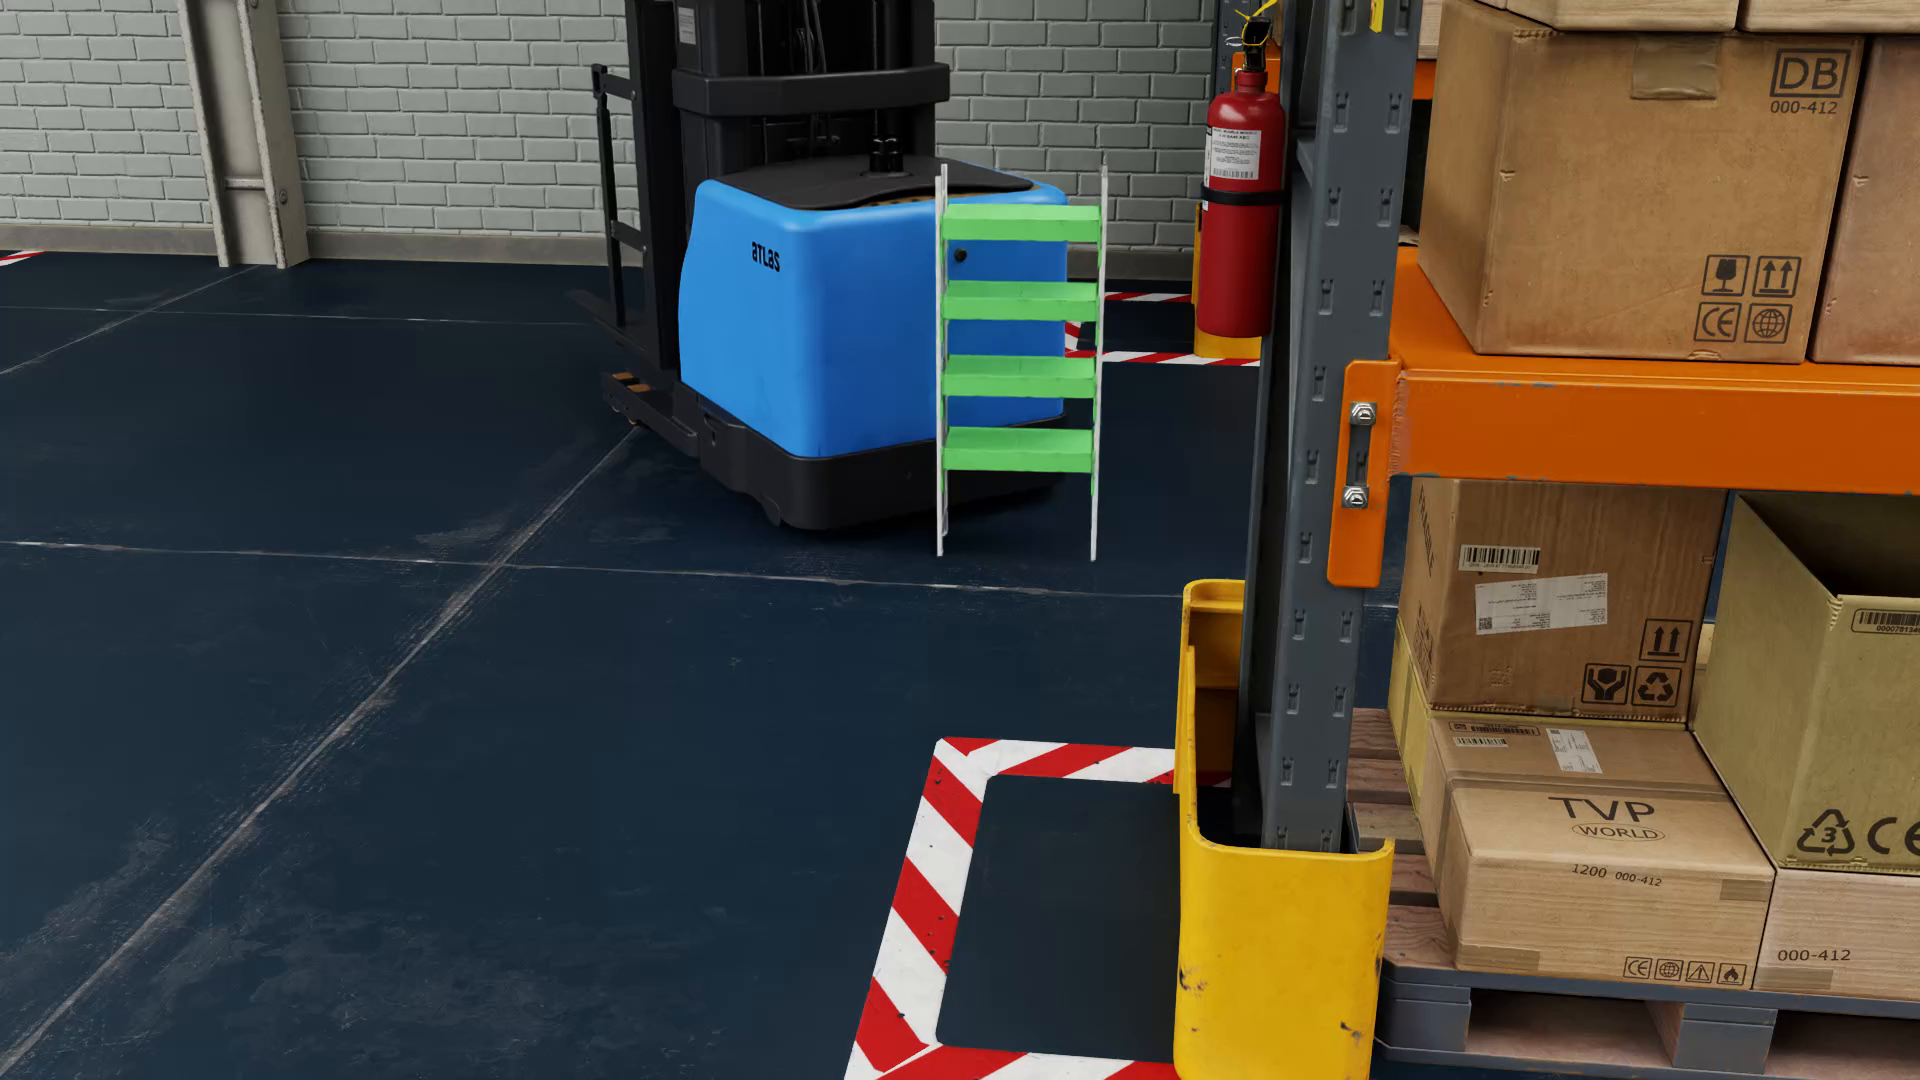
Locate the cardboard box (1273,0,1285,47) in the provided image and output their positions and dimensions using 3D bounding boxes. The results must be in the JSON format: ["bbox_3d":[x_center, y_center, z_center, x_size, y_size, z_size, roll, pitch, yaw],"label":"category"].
[{"bbox_3d":[1.712,-2.419,7.656,0.500,0.250,0.500,3,22,7],"label":"cardboard box"}]

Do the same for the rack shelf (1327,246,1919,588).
[{"bbox_3d":[2.632,-0.199,2.842,4.000,0.370,1.077,2,22,6],"label":"rack shelf"}]

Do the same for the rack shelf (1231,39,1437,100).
[{"bbox_3d":[3.211,-2.008,7.417,4.000,0.370,1.077,2,22,6],"label":"rack shelf"}]

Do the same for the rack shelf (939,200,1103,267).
[{"bbox_3d":[0.187,-0.928,5.023,0.480,0.148,0.258,2,22,4],"label":"rack shelf"}]

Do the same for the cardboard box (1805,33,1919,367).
[{"bbox_3d":[1.630,-0.621,2.794,0.500,0.500,0.700,3,22,8],"label":"cardboard box"}]

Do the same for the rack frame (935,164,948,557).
[{"bbox_3d":[-0.056,-0.547,5.192,0.015,1.200,0.240,2,22,4],"label":"rack frame"}]

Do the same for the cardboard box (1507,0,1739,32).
[{"bbox_3d":[1.010,-0.873,2.549,0.250,0.149,0.380,2,22,6],"label":"cardboard box"}]

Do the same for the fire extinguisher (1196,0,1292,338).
[{"bbox_3d":[0.583,-0.759,3.385,0.183,0.674,0.296,2,22,6],"label":"fire extinguisher"}]

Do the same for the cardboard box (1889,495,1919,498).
[{"bbox_3d":[2.208,0.067,3.339,0.500,0.500,0.500,2,22,6],"label":"cardboard box"}]

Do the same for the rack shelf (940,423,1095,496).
[{"bbox_3d":[0.187,-0.258,5.288,0.480,0.148,0.258,2,22,4],"label":"rack shelf"}]

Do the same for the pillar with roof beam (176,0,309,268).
[{"bbox_3d":[-4.443,-4.192,3.804,0.400,9.000,9.100,2,22,6],"label":"pillar with roof beam"}]

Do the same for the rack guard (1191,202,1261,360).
[{"bbox_3d":[1.301,-1.263,7.955,0.348,0.500,1.175,2,22,6],"label":"rack guard"}]

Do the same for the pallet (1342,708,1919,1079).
[{"bbox_3d":[1.410,0.694,3.396,1.213,0.211,1.003,2,22,6],"label":"pallet"}]

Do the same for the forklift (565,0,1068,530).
[{"bbox_3d":[-0.797,-1.891,6.237,1.130,2.935,3.031,-12,24,-28],"label":"forklift"}]

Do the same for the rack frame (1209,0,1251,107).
[{"bbox_3d":[1.225,-2.429,7.504,0.127,3.000,1.000,2,22,6],"label":"rack frame"}]

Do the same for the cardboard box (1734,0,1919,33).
[{"bbox_3d":[1.273,-0.862,2.523,0.250,0.149,0.380,2,22,5],"label":"cardboard box"}]

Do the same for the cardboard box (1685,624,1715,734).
[{"bbox_3d":[1.711,0.396,3.527,0.500,0.250,0.500,2,22,6],"label":"cardboard box"}]

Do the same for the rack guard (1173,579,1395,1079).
[{"bbox_3d":[0.622,0.541,3.391,0.348,0.500,1.175,2,22,6],"label":"rack guard"}]

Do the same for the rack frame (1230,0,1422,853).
[{"bbox_3d":[0.646,-0.620,2.929,0.127,3.000,1.000,2,22,6],"label":"rack frame"}]

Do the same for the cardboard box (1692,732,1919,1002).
[{"bbox_3d":[1.649,0.588,3.041,0.500,0.250,0.500,2,22,6],"label":"cardboard box"}]

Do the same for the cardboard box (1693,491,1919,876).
[{"bbox_3d":[1.649,0.240,2.902,0.500,0.500,0.500,2,22,6],"label":"cardboard box"}]

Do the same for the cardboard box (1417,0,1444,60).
[{"bbox_3d":[2.190,-2.214,7.137,0.500,0.250,0.500,2,22,5],"label":"cardboard box"}]

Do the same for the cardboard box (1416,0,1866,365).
[{"bbox_3d":[1.108,-0.642,2.847,0.500,0.500,0.700,3,22,6],"label":"cardboard box"}]

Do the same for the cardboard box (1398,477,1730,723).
[{"bbox_3d":[1.214,0.029,3.435,0.500,0.500,0.500,2,22,6],"label":"cardboard box"}]

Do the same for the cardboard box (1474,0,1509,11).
[{"bbox_3d":[1.048,-1.021,2.925,0.250,0.149,0.380,2,22,5],"label":"cardboard box"}]

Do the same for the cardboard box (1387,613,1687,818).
[{"bbox_3d":[1.213,0.379,3.571,0.500,0.250,0.500,2,22,6],"label":"cardboard box"}]

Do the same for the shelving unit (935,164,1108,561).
[{"bbox_3d":[0.187,-0.541,5.176,0.503,1.200,0.258,2,22,4],"label":"shelving unit"}]

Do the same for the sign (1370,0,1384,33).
[{"bbox_3d":[0.575,-0.857,2.243,0.005,0.325,0.100,2,22,6],"label":"sign"}]

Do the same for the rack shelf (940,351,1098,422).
[{"bbox_3d":[0.187,-0.481,5.199,0.480,0.148,0.258,2,22,4],"label":"rack shelf"}]

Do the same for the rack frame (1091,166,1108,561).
[{"bbox_3d":[0.431,-0.534,5.159,0.015,1.200,0.240,2,22,4],"label":"rack frame"}]

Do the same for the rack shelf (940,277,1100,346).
[{"bbox_3d":[0.187,-0.705,5.111,0.480,0.148,0.258,2,22,4],"label":"rack shelf"}]

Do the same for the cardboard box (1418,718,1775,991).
[{"bbox_3d":[1.152,0.568,3.093,0.500,0.250,0.500,2,22,6],"label":"cardboard box"}]

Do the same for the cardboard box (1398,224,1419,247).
[{"bbox_3d":[1.902,-1.320,7.758,0.500,0.311,0.500,0,22,0],"label":"cardboard box"}]
